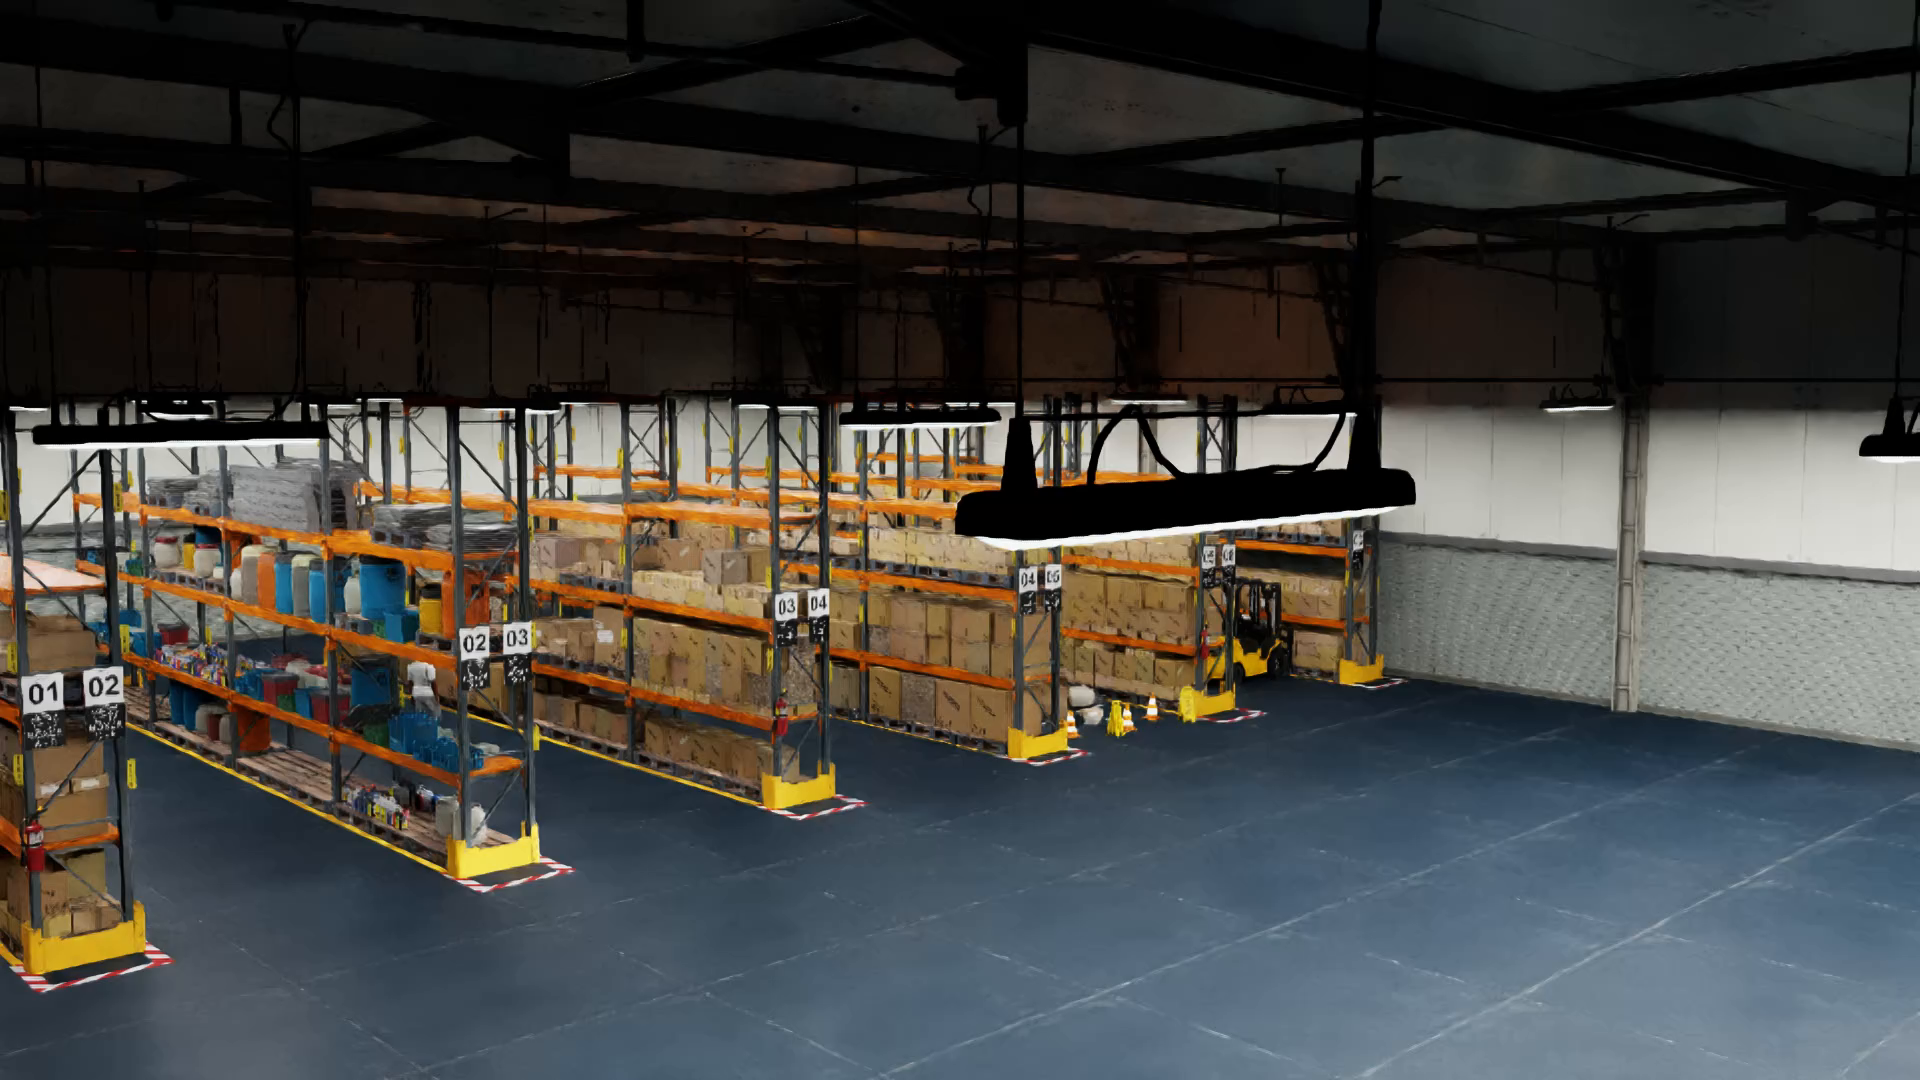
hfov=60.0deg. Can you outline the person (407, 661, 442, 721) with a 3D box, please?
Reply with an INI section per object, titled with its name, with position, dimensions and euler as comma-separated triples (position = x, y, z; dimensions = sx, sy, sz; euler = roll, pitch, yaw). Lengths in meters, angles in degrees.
[person]
position = -9.219, 2.687, 28.604
dimensions = 0.607, 1.762, 0.456
euler = 2, 6, 18
